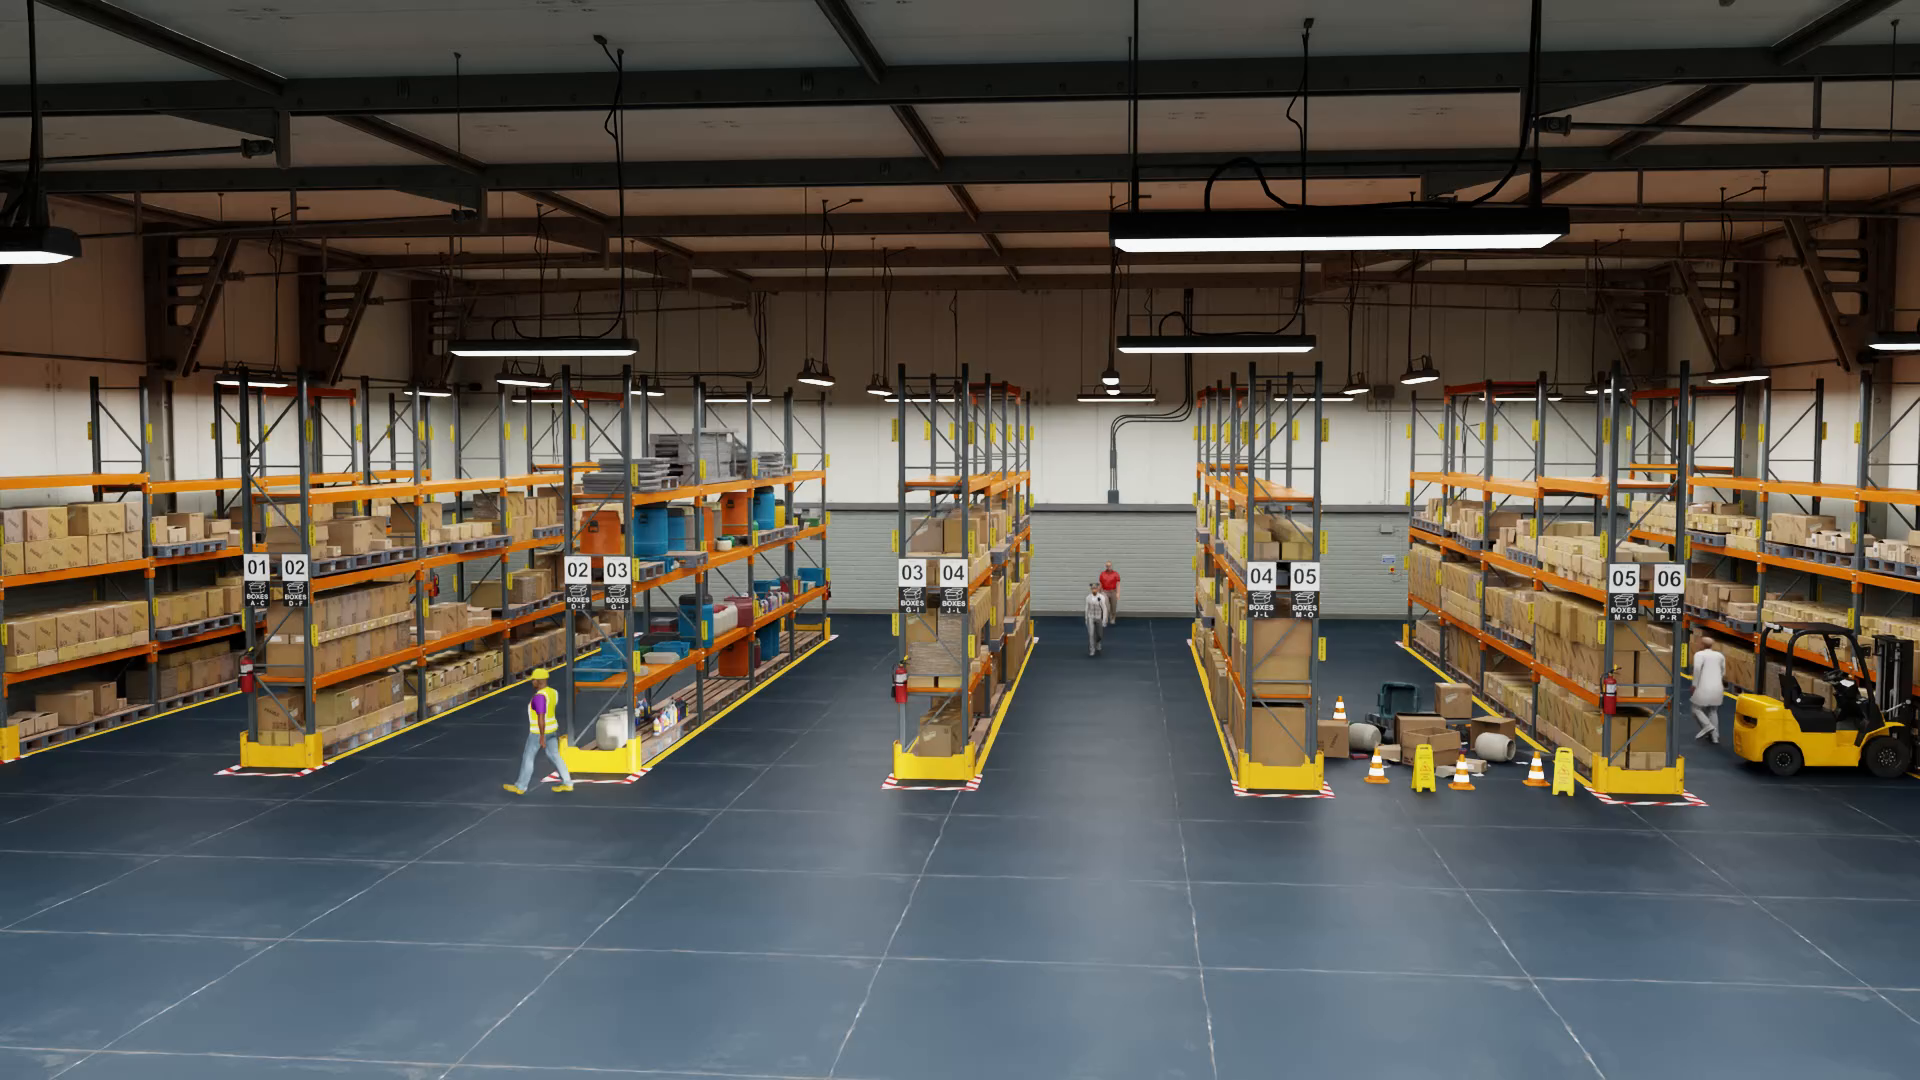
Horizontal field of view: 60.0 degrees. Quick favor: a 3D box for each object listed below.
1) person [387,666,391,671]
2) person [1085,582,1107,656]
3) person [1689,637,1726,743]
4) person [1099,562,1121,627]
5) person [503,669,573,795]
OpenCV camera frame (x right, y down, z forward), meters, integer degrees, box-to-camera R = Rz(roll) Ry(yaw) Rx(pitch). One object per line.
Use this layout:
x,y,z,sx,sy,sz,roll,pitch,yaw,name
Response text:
-11.193,2.072,32.065,0.647,1.763,0.689,0,4,-6,person
3.073,1.757,37.583,0.486,1.636,0.871,0,4,3,person
12.207,2.433,27.100,0.635,1.672,0.819,0,4,5,person
3.855,1.395,42.949,0.589,1.659,1.084,1,4,8,person
-5.840,2.653,23.109,0.908,1.742,0.568,1,4,16,person
